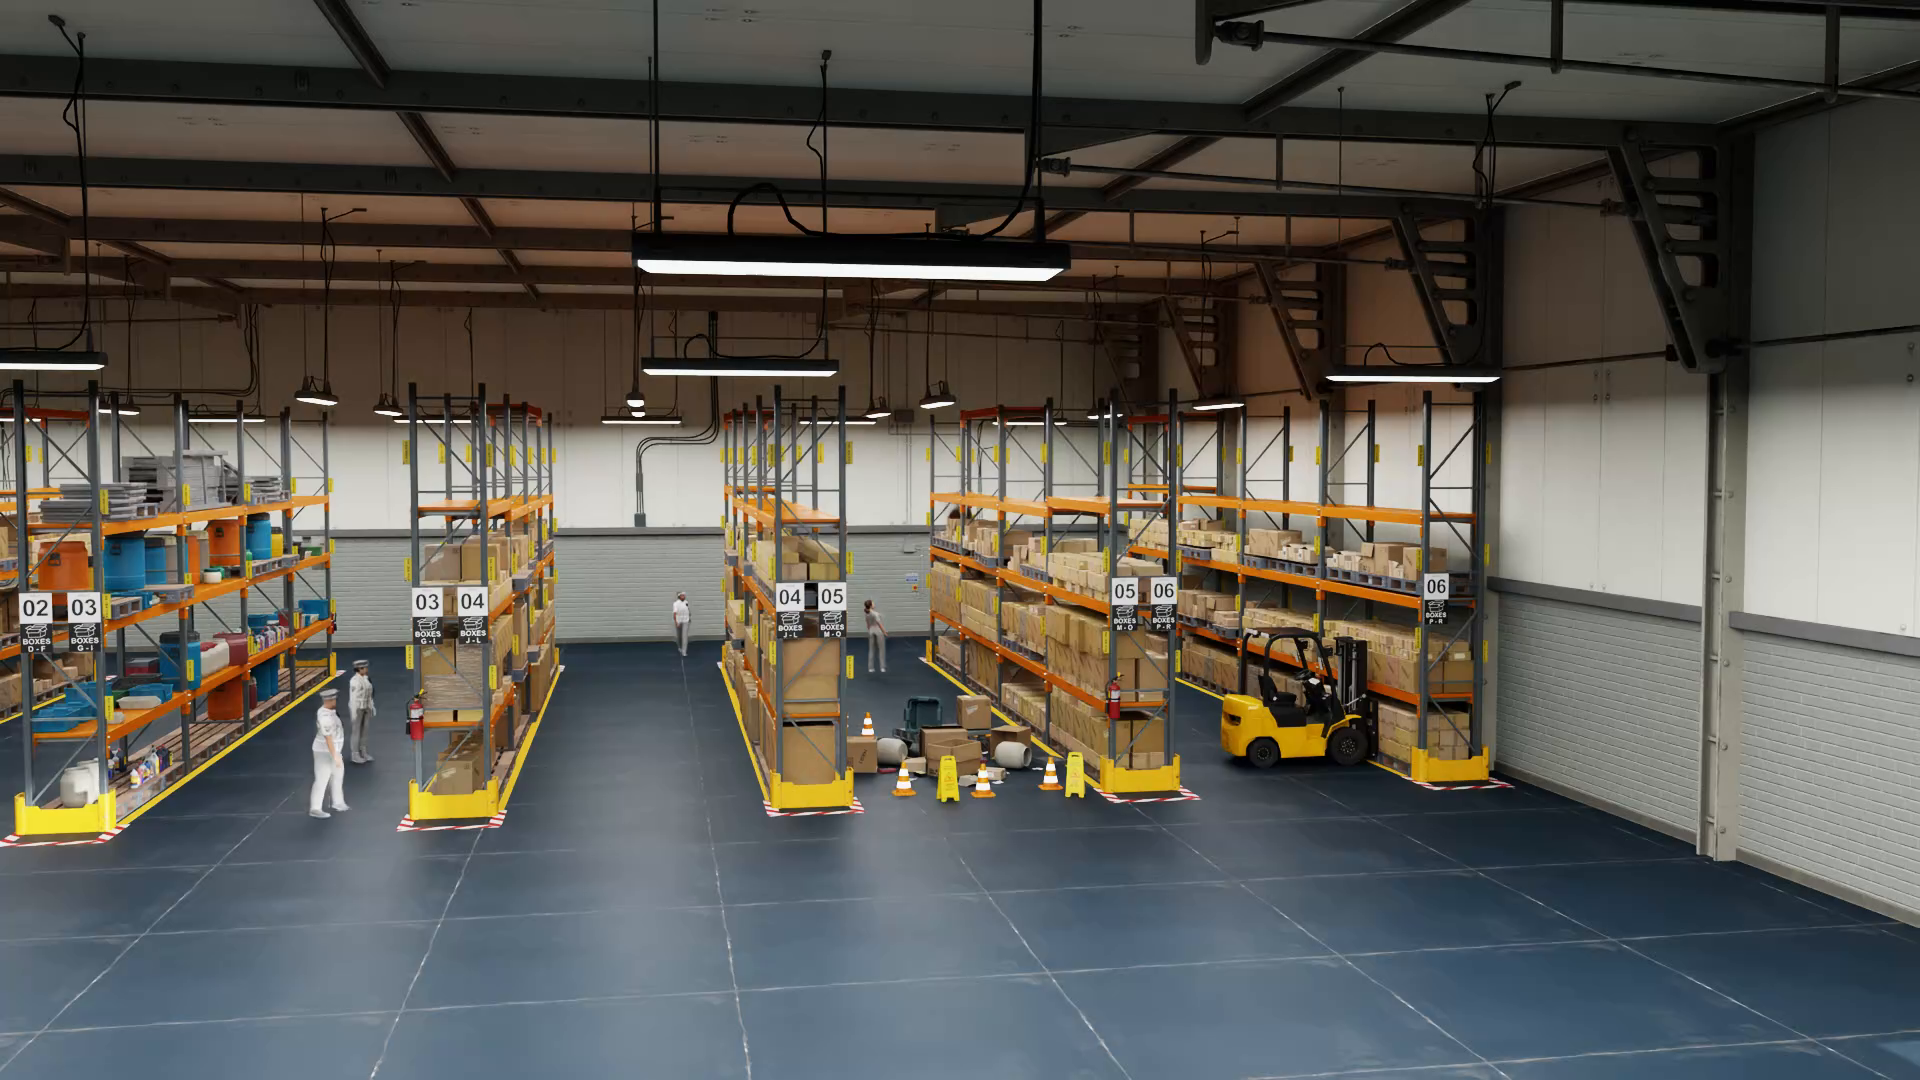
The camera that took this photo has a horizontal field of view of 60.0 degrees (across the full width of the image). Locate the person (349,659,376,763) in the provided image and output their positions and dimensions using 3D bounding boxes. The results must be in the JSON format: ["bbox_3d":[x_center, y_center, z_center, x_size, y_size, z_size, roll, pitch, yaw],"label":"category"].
[{"bbox_3d":[-9.797,2.789,27.193,0.356,1.689,0.517,1,3,10],"label":"person"}]

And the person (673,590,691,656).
[{"bbox_3d":[-6.958,2.066,41.667,0.438,1.650,0.928,0,3,-3],"label":"person"}]

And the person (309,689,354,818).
[{"bbox_3d":[-8.780,2.973,23.172,0.505,1.807,0.696,0,3,-8],"label":"person"}]

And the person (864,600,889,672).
[{"bbox_3d":[-1.886,2.156,37.424,0.552,1.647,0.504,1,3,25],"label":"person"}]
